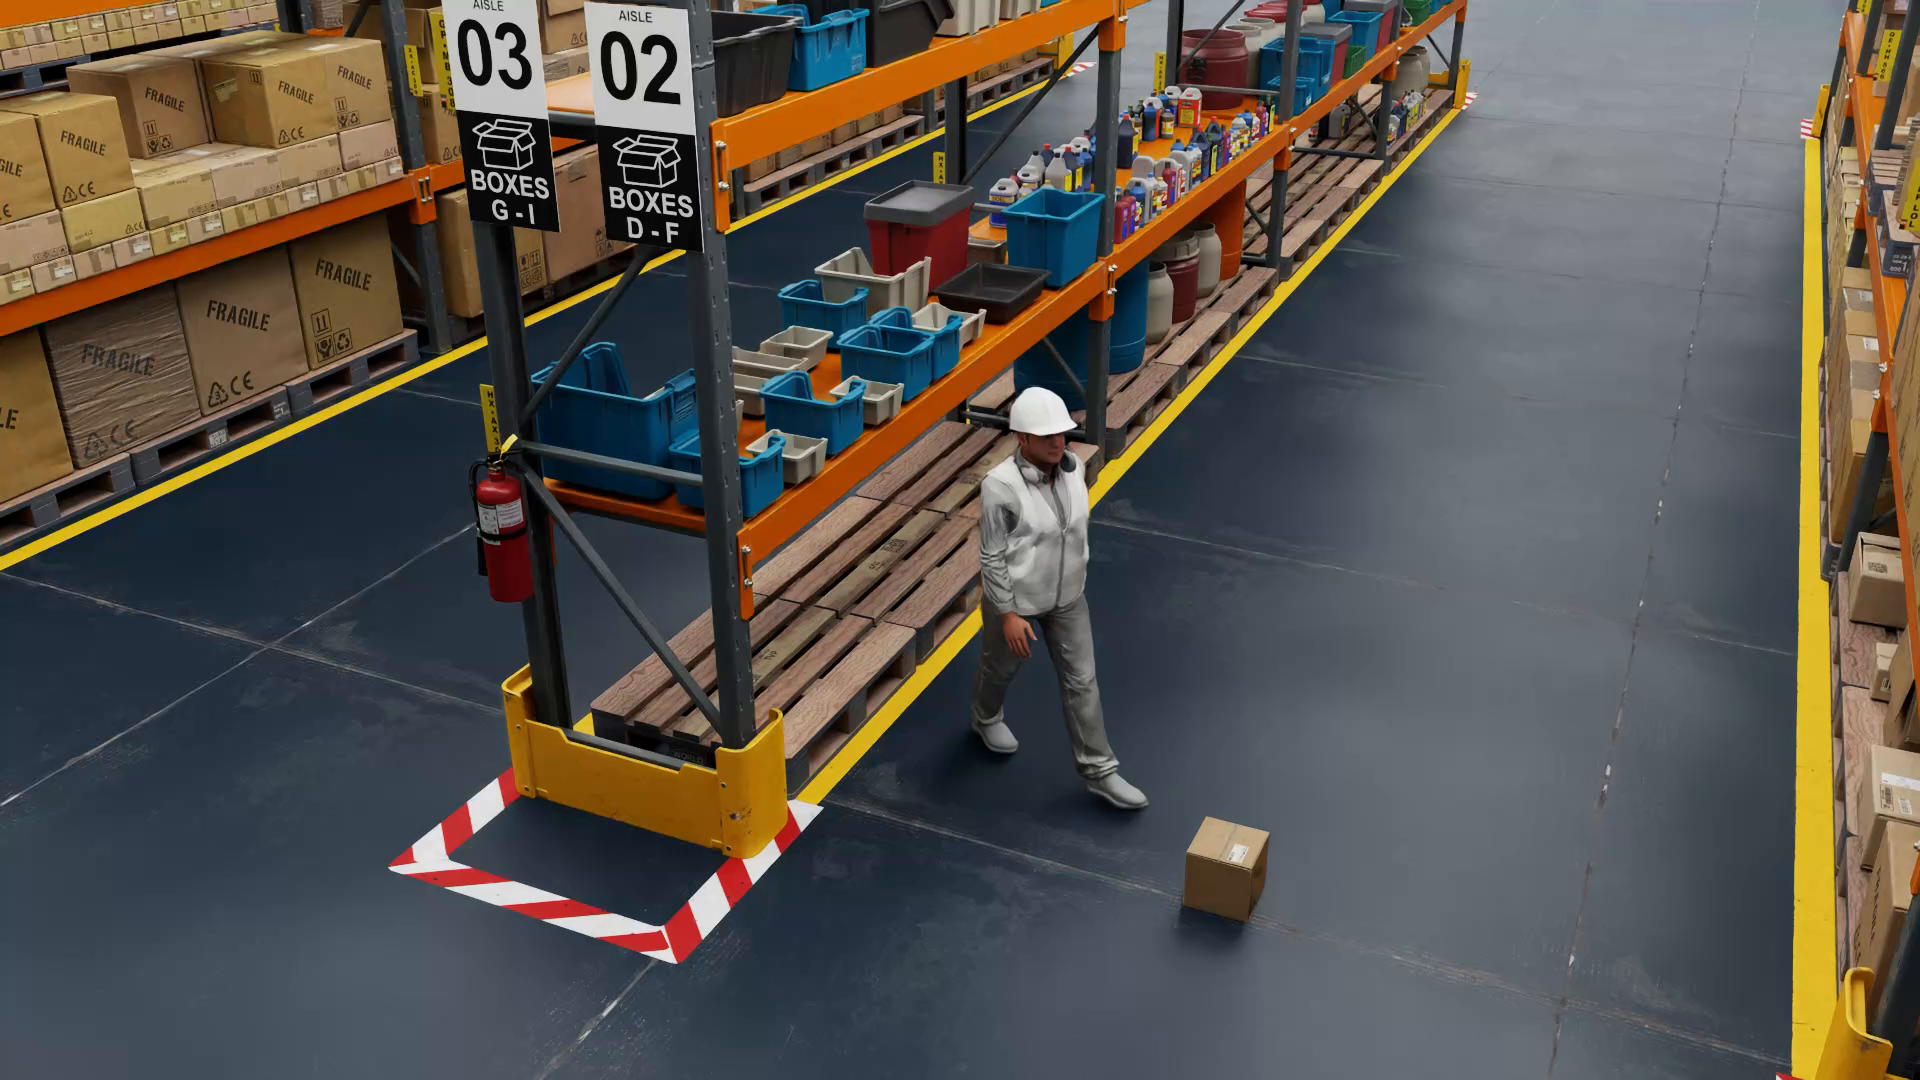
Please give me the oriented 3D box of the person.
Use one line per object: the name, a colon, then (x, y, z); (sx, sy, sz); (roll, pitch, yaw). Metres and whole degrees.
person: (0.326, 0.215, 6.622); (0.559, 1.717, 0.973); (-15, 30, -27)
